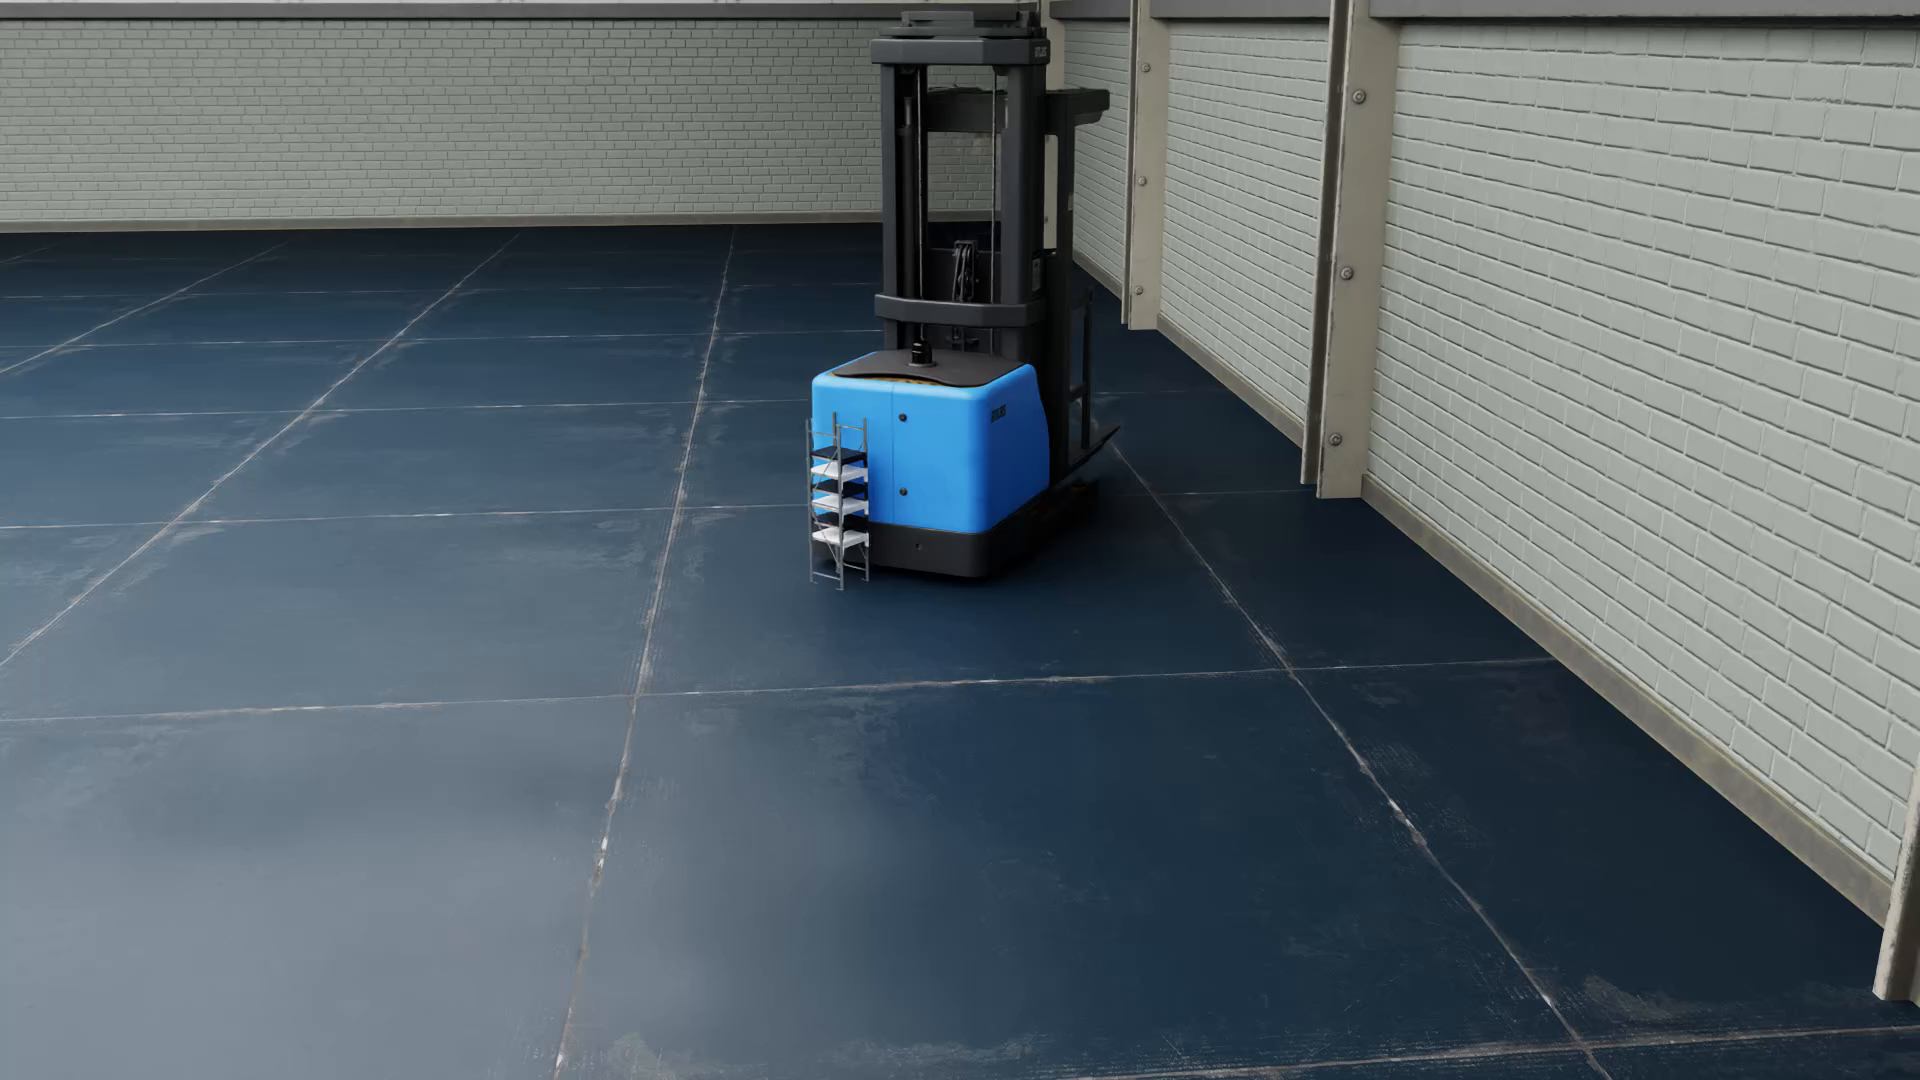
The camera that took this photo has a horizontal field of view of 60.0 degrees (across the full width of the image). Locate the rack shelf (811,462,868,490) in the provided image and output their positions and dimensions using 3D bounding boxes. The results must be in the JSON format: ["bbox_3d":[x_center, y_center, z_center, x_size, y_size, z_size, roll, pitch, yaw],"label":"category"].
[{"bbox_3d":[-0.646,-0.343,8.776,0.258,0.077,0.200,13,22,36],"label":"rack shelf"}]

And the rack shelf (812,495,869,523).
[{"bbox_3d":[-0.647,-0.171,8.830,0.258,0.077,0.200,13,22,36],"label":"rack shelf"}]

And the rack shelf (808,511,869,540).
[{"bbox_3d":[-0.647,-0.085,8.857,0.258,0.077,0.200,13,22,36],"label":"rack shelf"}]

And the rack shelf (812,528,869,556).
[{"bbox_3d":[-0.647,0.001,8.883,0.258,0.077,0.200,13,22,36],"label":"rack shelf"}]

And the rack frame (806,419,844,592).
[{"bbox_3d":[-0.709,-0.179,8.743,0.240,0.900,0.006,13,22,36],"label":"rack frame"}]

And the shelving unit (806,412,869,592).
[{"bbox_3d":[-0.647,-0.203,8.820,0.258,0.900,0.210,13,22,36],"label":"shelving unit"}]

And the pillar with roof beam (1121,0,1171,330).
[{"bbox_3d":[-2.499,-6.274,14.639,9.100,9.000,0.400,-2,18,-6],"label":"pillar with roof beam"}]

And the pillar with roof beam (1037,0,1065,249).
[{"bbox_3d":[-3.118,-8.062,20.333,9.100,9.000,0.400,-2,18,-6],"label":"pillar with roof beam"}]

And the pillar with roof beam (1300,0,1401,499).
[{"bbox_3d":[-1.881,-4.487,8.945,9.100,9.000,0.400,-2,18,-6],"label":"pillar with roof beam"}]

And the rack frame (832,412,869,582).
[{"bbox_3d":[-0.584,-0.227,8.896,0.240,0.900,0.006,13,22,36],"label":"rack frame"}]

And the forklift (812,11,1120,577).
[{"bbox_3d":[0.216,-1.601,9.884,1.130,2.935,3.031,7,19,21],"label":"forklift"}]

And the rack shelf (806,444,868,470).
[{"bbox_3d":[-0.646,-0.428,8.749,0.258,0.077,0.200,13,22,36],"label":"rack shelf"}]

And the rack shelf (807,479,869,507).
[{"bbox_3d":[-0.647,-0.257,8.803,0.258,0.077,0.200,13,22,36],"label":"rack shelf"}]
